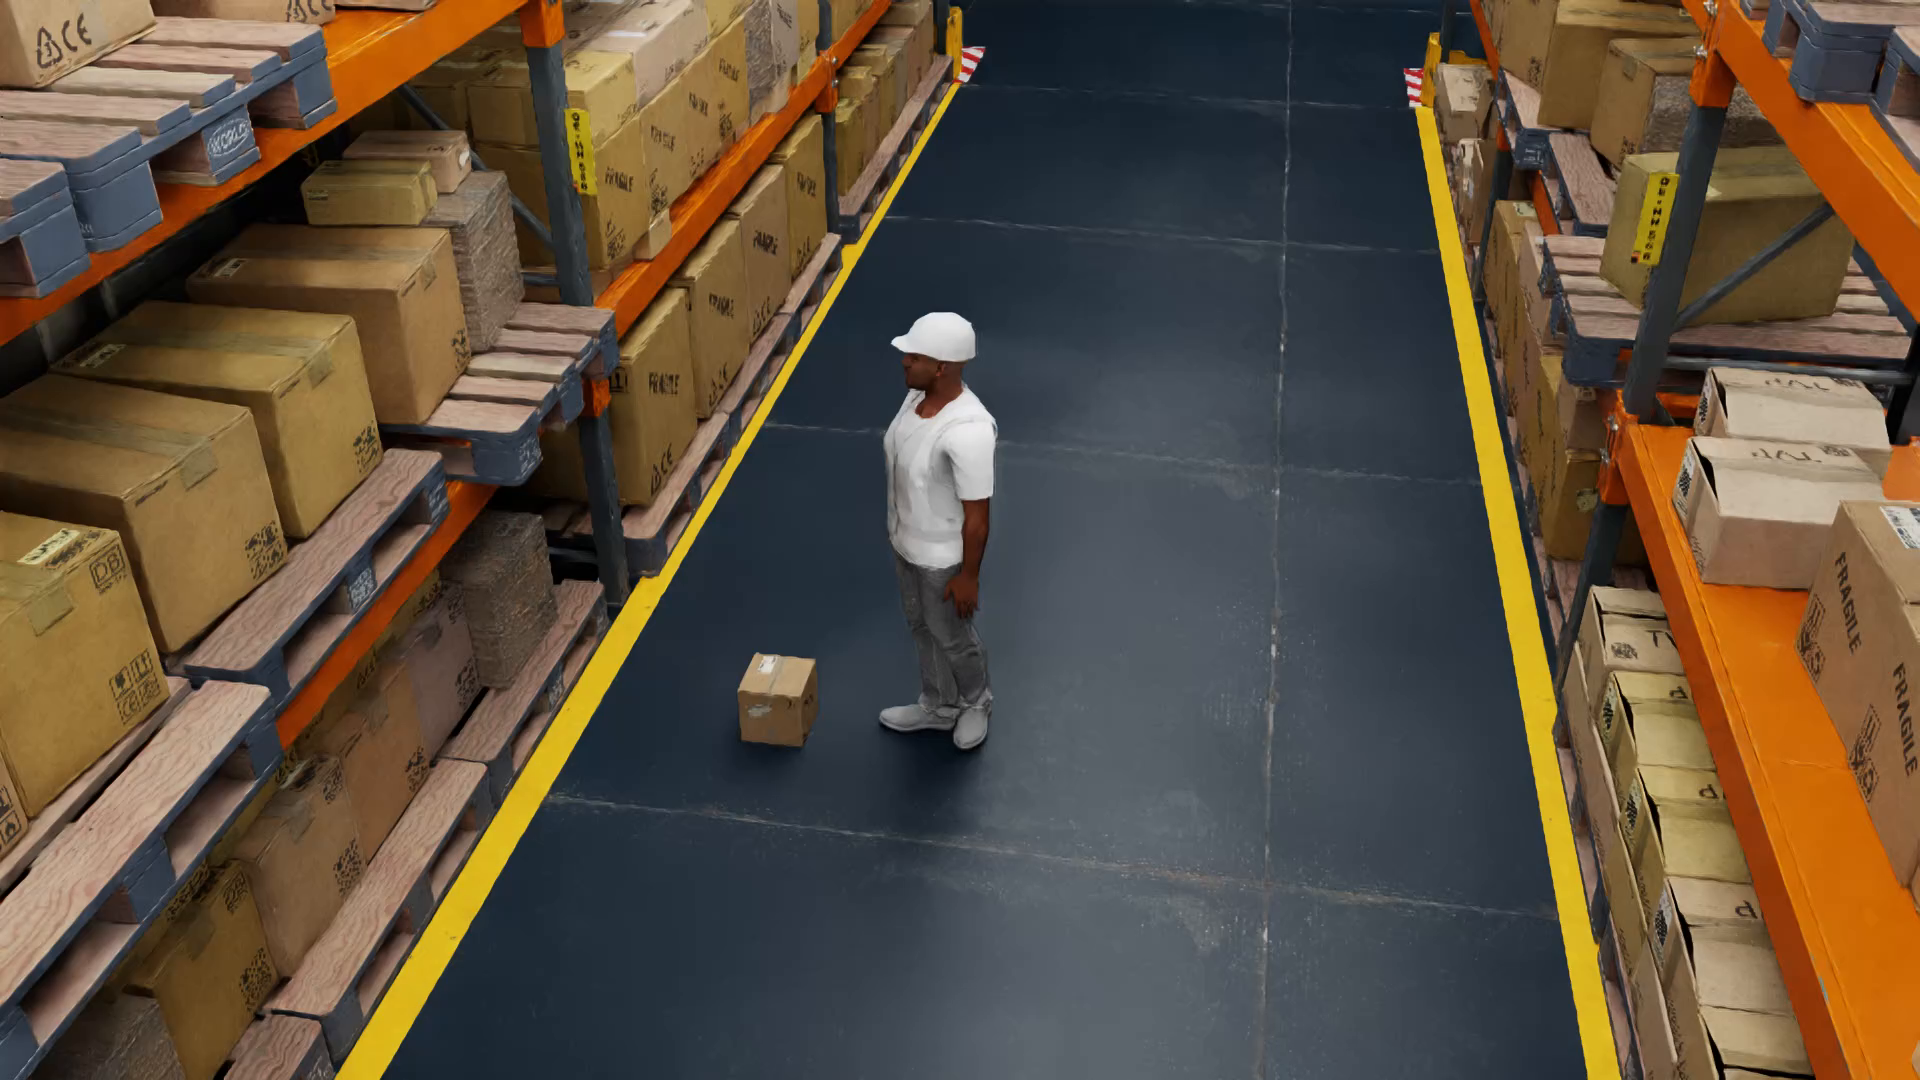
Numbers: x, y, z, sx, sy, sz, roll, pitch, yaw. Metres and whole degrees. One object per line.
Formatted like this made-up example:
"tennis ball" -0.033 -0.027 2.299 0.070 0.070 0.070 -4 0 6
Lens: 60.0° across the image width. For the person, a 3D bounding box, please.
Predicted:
"person" -0.067 0.001 6.095 0.431 1.765 0.610 -14 35 -21
